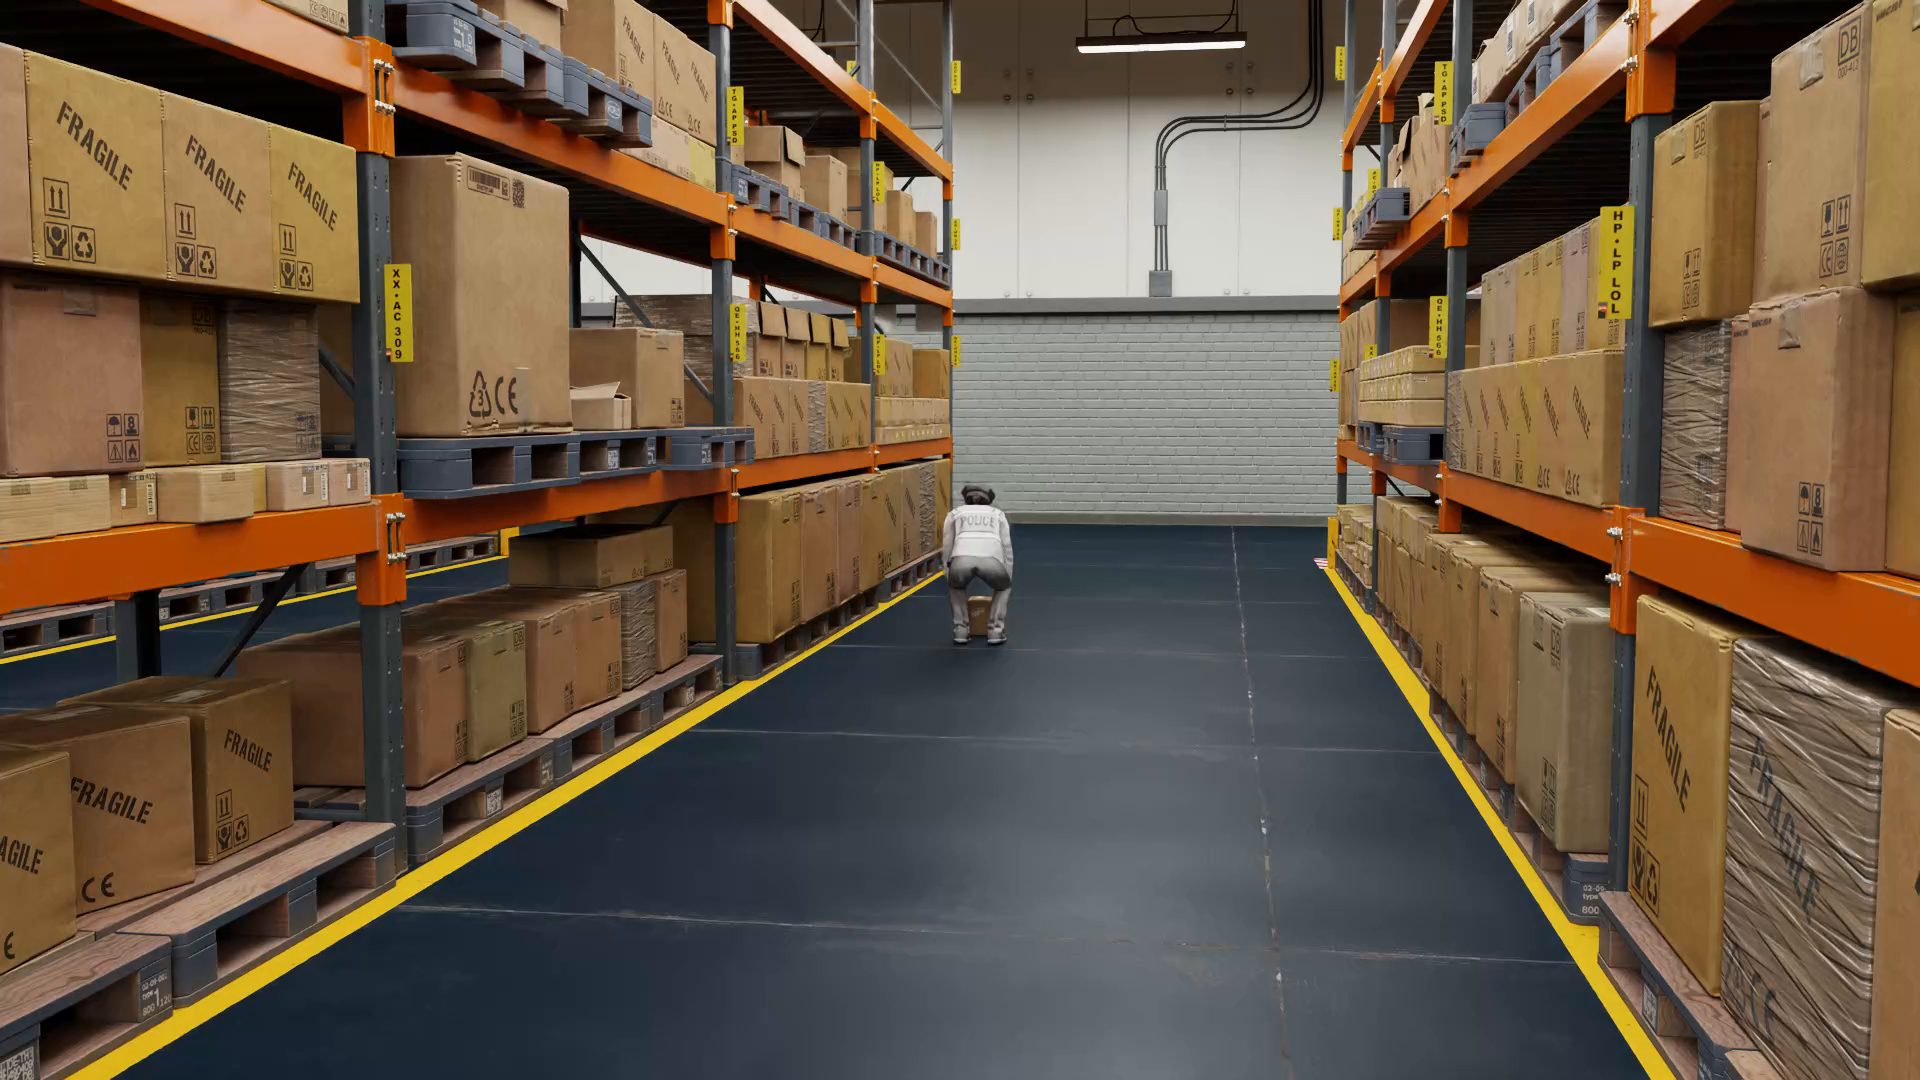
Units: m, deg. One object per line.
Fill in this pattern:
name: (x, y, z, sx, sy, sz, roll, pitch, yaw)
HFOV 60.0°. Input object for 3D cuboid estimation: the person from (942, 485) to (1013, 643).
person: (0.105, 0.165, 11.554, 0.505, 1.075, 0.826, 1, 5, 7)
